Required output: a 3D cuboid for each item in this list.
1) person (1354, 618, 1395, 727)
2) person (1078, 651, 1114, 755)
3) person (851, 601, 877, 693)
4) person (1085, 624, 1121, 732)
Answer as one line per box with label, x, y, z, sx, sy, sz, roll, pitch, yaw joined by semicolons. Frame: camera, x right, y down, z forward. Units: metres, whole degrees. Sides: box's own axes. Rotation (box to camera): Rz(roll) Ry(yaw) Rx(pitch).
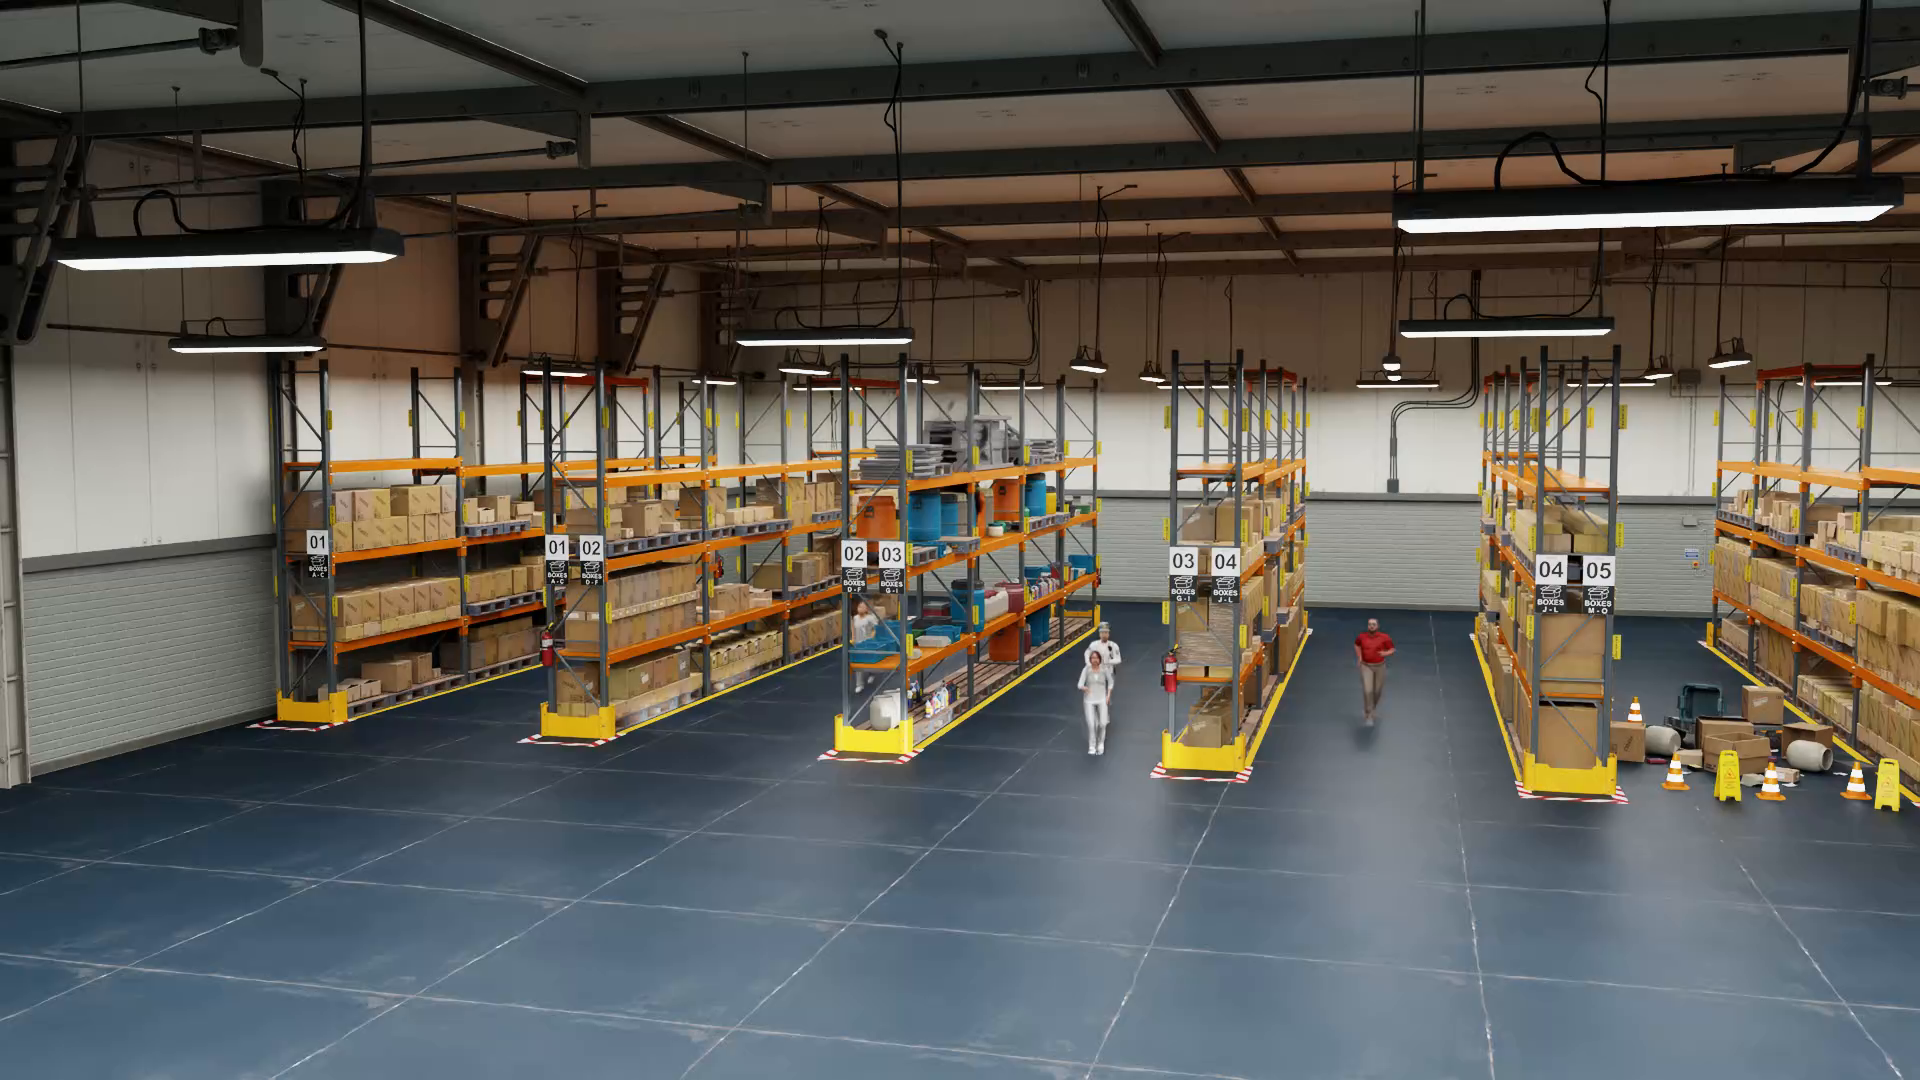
person;6.859;2.165;27.526;0.641;1.762;0.912;1;4;10
person;2.018;2.430;24.705;0.540;1.571;0.571;0;4;3
person;-1.783;1.966;30.942;0.579;1.658;0.850;1;4;15
person;2.317;2.225;26.924;0.576;1.749;0.732;0;4;2
